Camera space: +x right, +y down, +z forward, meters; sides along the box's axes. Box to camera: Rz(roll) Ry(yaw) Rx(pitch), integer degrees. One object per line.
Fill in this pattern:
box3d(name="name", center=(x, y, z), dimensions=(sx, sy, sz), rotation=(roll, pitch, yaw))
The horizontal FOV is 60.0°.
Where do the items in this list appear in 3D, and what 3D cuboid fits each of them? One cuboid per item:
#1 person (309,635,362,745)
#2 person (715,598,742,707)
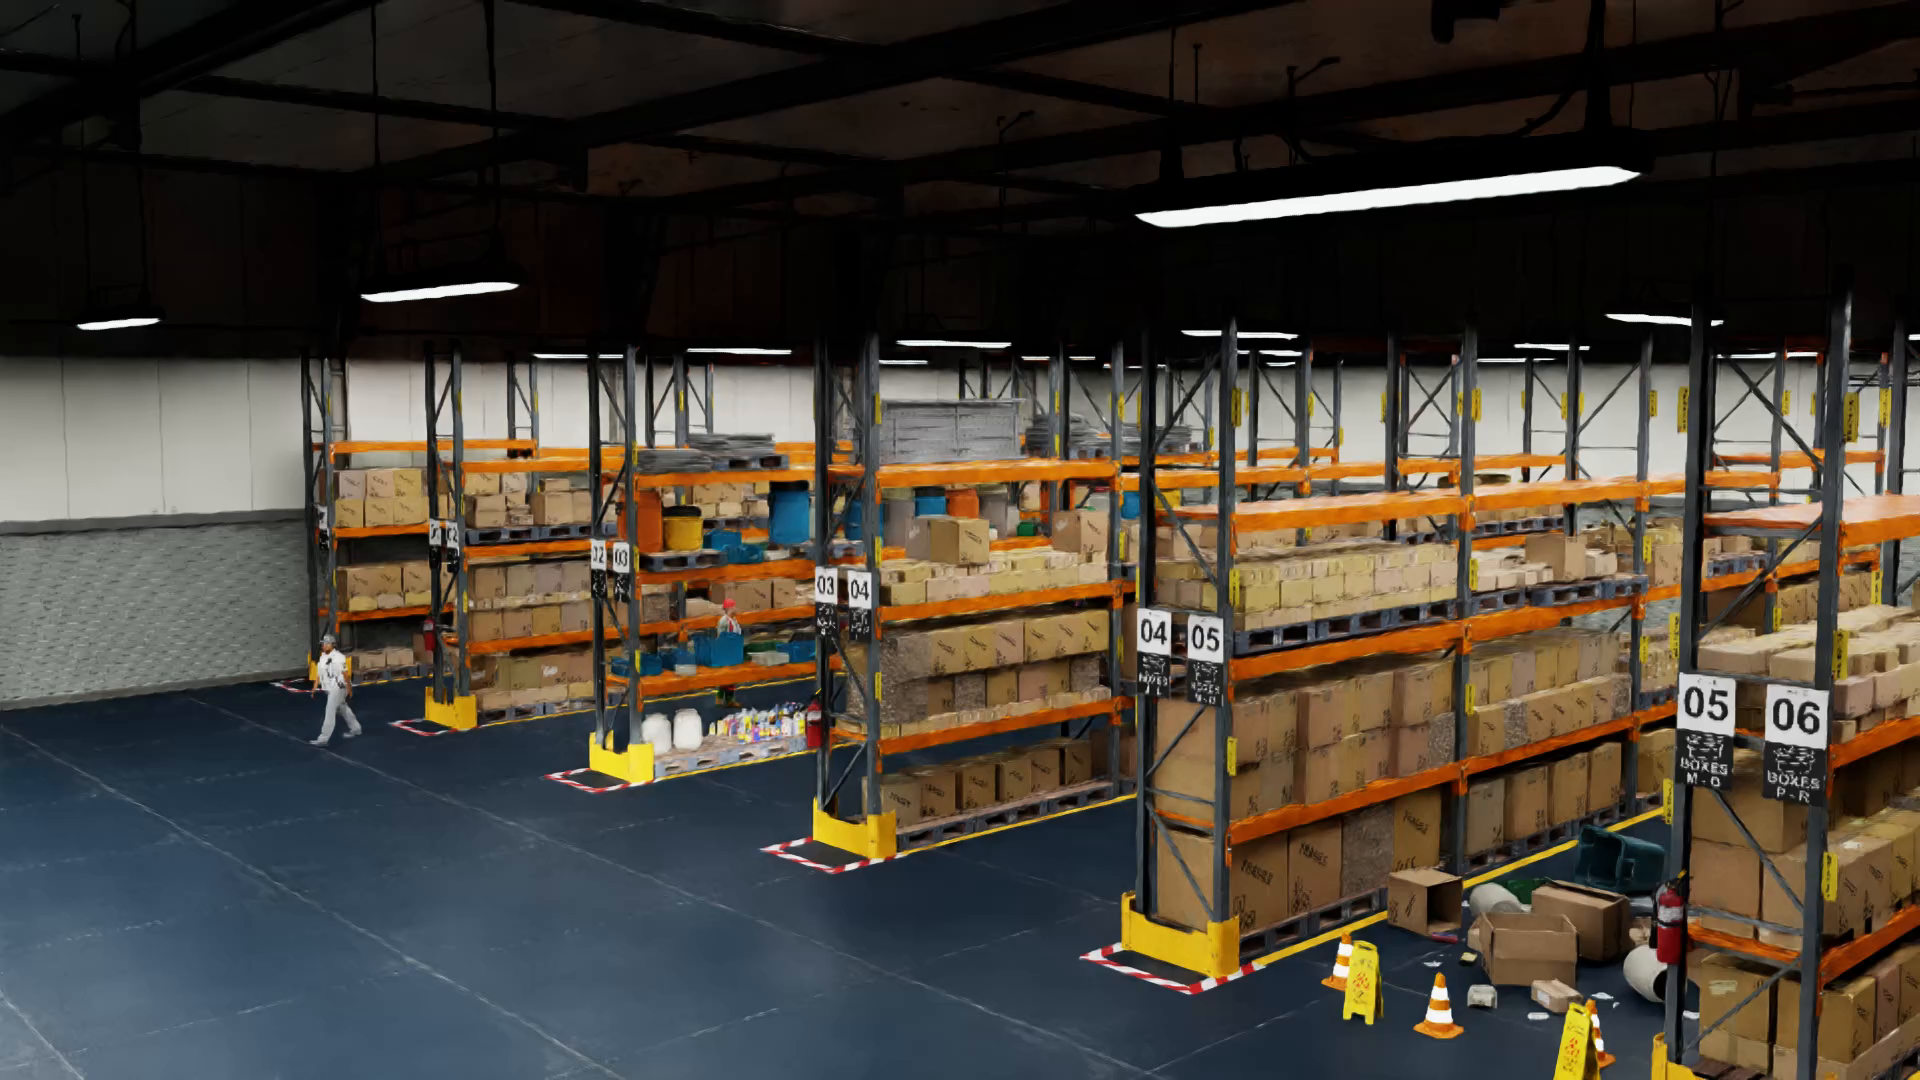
box3d(name="person", center=(-9.288, 2.190, 24.623), dimensions=(0.491, 1.598, 1.000), rotation=(4, 6, 39))
box3d(name="person", center=(-3.820, 1.861, 27.427), dimensions=(0.440, 1.787, 0.592), rotation=(2, 5, 17))
